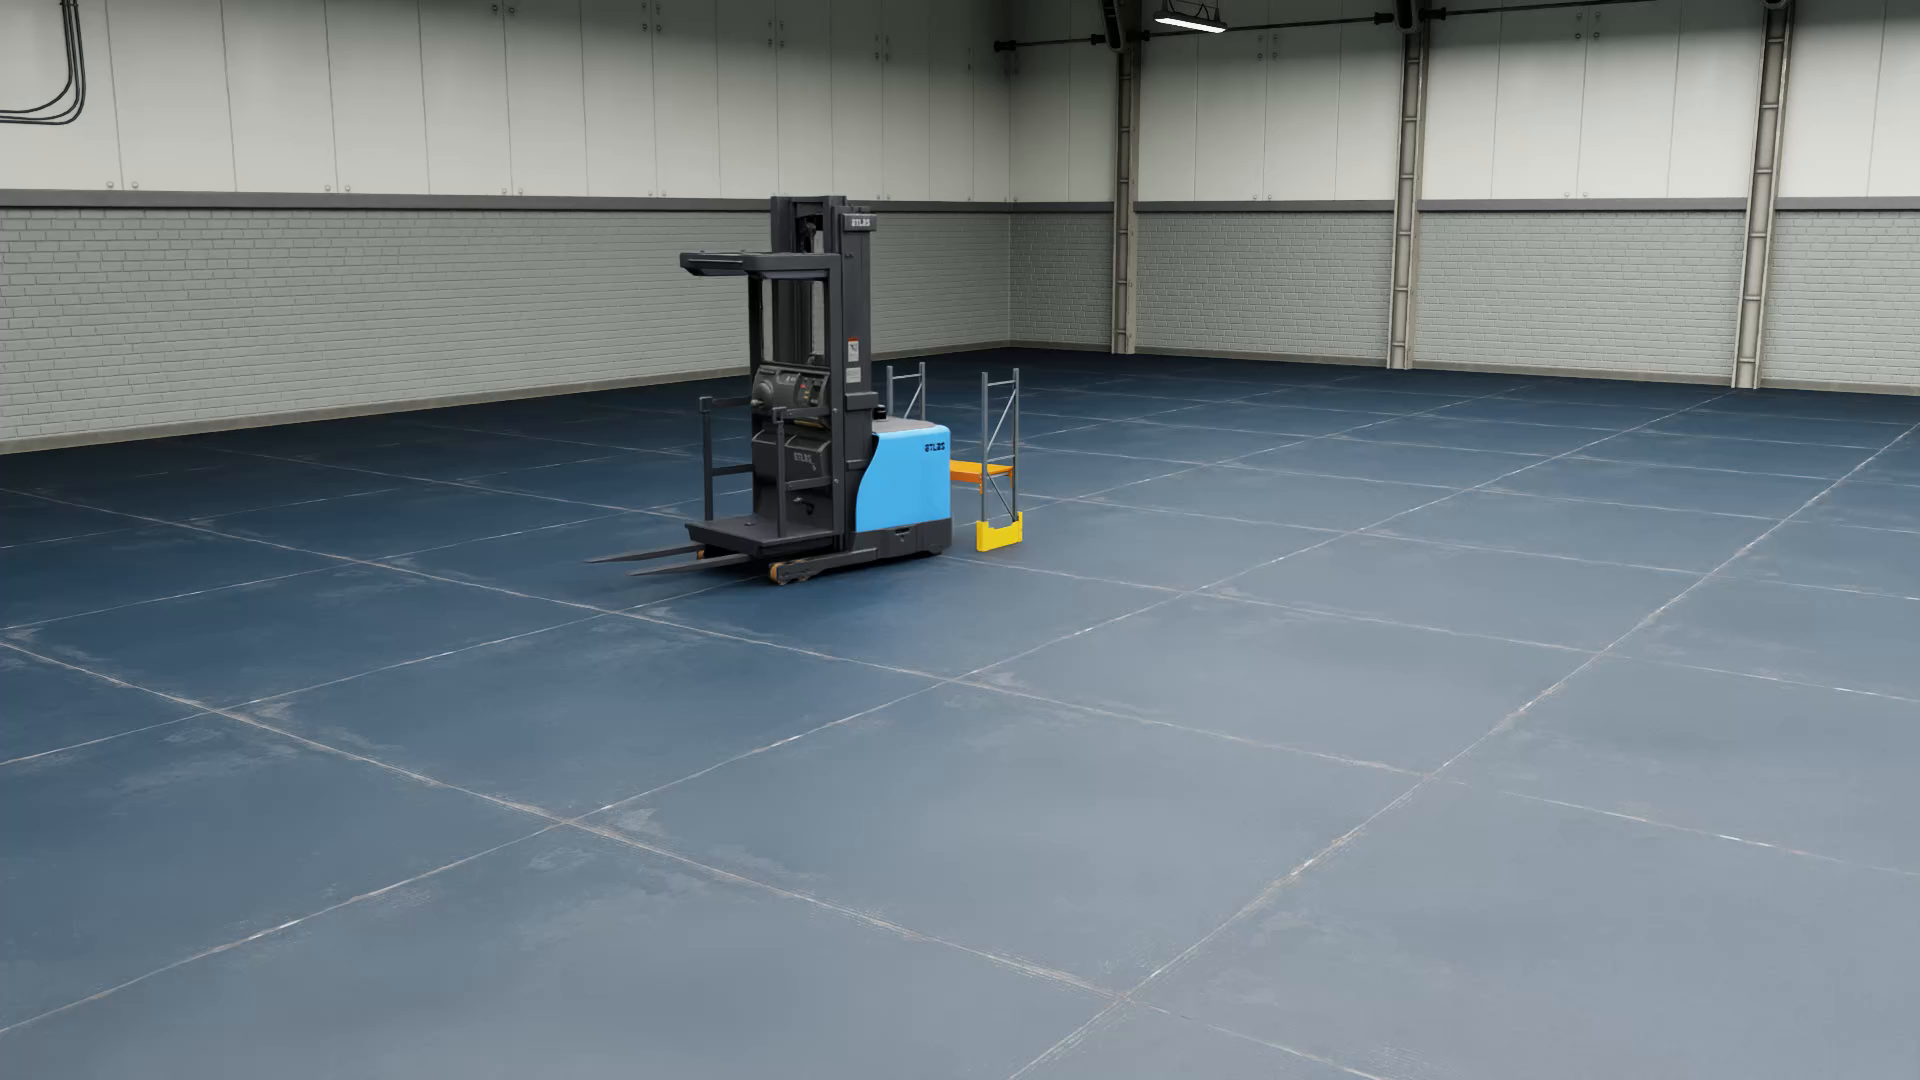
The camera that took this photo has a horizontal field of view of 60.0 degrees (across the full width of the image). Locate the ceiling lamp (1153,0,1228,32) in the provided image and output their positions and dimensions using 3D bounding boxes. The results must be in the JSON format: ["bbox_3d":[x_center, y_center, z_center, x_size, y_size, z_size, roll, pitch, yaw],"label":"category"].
[{"bbox_3d":[3.579,-9.981,27.060,0.800,3.185,2.000,8,13,36],"label":"ceiling lamp"}]

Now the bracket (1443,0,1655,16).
[{"bbox_3d":[10.437,-9.011,27.937,4.783,0.066,0.076,8,13,36],"label":"bracket"}]

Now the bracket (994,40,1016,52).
[{"bbox_3d":[0.945,-10.335,34.781,0.430,0.232,0.235,8,13,36],"label":"bracket"}]

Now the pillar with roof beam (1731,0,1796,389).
[{"bbox_3d":[10.524,-6.300,23.405,0.548,9.000,9.100,8,13,36],"label":"pillar with roof beam"}]

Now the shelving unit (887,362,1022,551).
[{"bbox_3d":[-0.059,-0.745,14.434,1.083,1.500,0.587,8,14,36],"label":"shelving unit"}]

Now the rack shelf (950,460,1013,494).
[{"bbox_3d":[-0.066,-0.570,14.474,1.000,0.185,0.538,8,14,36],"label":"rack shelf"}]

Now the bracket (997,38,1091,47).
[{"bbox_3d":[1.421,-10.268,34.438,3.189,0.066,0.076,8,13,36],"label":"bracket"}]

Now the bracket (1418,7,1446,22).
[{"bbox_3d":[8.361,-9.300,29.435,0.430,0.232,0.235,8,13,36],"label":"bracket"}]

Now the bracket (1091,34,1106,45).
[{"bbox_3d":[2.856,-10.068,33.404,0.430,0.232,0.235,8,13,36],"label":"bracket"}]

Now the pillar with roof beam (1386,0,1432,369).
[{"bbox_3d":[5.688,-6.975,26.892,0.548,9.000,9.100,8,13,36],"label":"pillar with roof beam"}]

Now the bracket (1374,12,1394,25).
[{"bbox_3d":[7.692,-9.394,29.917,0.430,0.232,0.235,8,13,36],"label":"bracket"}]

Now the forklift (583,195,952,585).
[{"bbox_3d":[-1.500,-1.208,13.057,3.031,2.935,1.130,-10,15,-41],"label":"forklift"}]

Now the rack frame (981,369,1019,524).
[{"bbox_3d":[0.341,-0.689,14.141,0.032,1.500,0.500,8,14,36],"label":"rack frame"}]

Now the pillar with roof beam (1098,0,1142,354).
[{"bbox_3d":[0.852,-7.650,30.379,0.548,9.000,9.100,8,13,36],"label":"pillar with roof beam"}]

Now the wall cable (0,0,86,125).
[{"bbox_3d":[-11.205,-7.141,18.797,0.169,6.003,2.305,8,13,36],"label":"wall cable"}]

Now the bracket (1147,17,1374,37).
[{"bbox_3d":[5.601,-9.685,31.424,4.783,0.066,0.076,8,13,36],"label":"bracket"}]

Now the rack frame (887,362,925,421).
[{"bbox_3d":[-0.474,-0.804,14.738,0.032,1.500,0.500,8,14,36],"label":"rack frame"}]

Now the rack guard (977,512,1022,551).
[{"bbox_3d":[0.340,-0.075,14.261,0.087,0.250,0.587,8,14,36],"label":"rack guard"}]

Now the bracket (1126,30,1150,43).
[{"bbox_3d":[3.525,-9.975,32.921,0.430,0.232,0.235,8,13,36],"label":"bracket"}]
